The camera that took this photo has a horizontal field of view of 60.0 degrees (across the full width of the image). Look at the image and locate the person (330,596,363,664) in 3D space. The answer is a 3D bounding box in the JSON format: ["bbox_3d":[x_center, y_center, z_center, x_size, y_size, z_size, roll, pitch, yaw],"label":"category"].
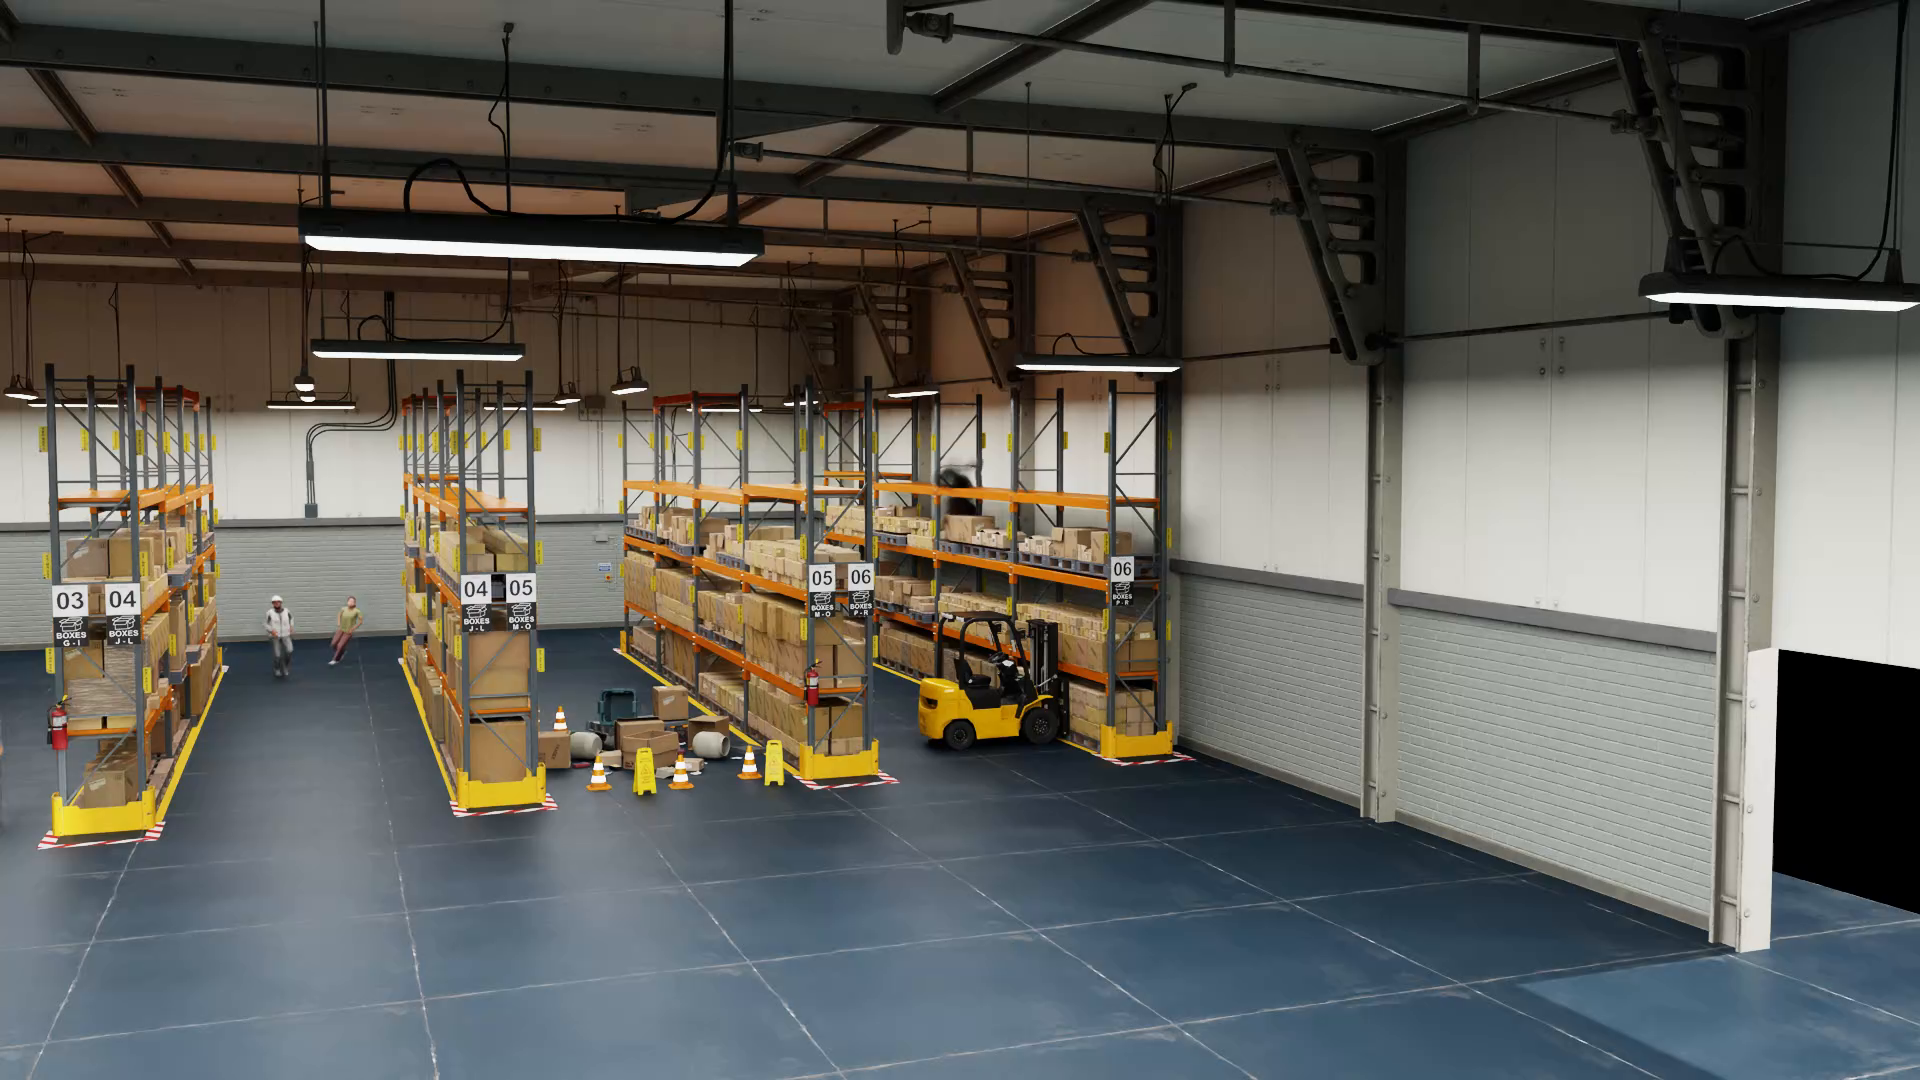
[{"bbox_3d":[-13.860,2.035,37.538,0.719,1.543,0.517,1,3,9],"label":"person"}]

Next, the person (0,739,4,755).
[{"bbox_3d":[-12.472,2.962,21.043,0.665,1.630,0.609,-1,4,-19],"label":"person"}]

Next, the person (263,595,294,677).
[{"bbox_3d":[-14.514,2.052,35.505,0.678,1.748,0.627,-2,4,-36],"label":"person"}]
